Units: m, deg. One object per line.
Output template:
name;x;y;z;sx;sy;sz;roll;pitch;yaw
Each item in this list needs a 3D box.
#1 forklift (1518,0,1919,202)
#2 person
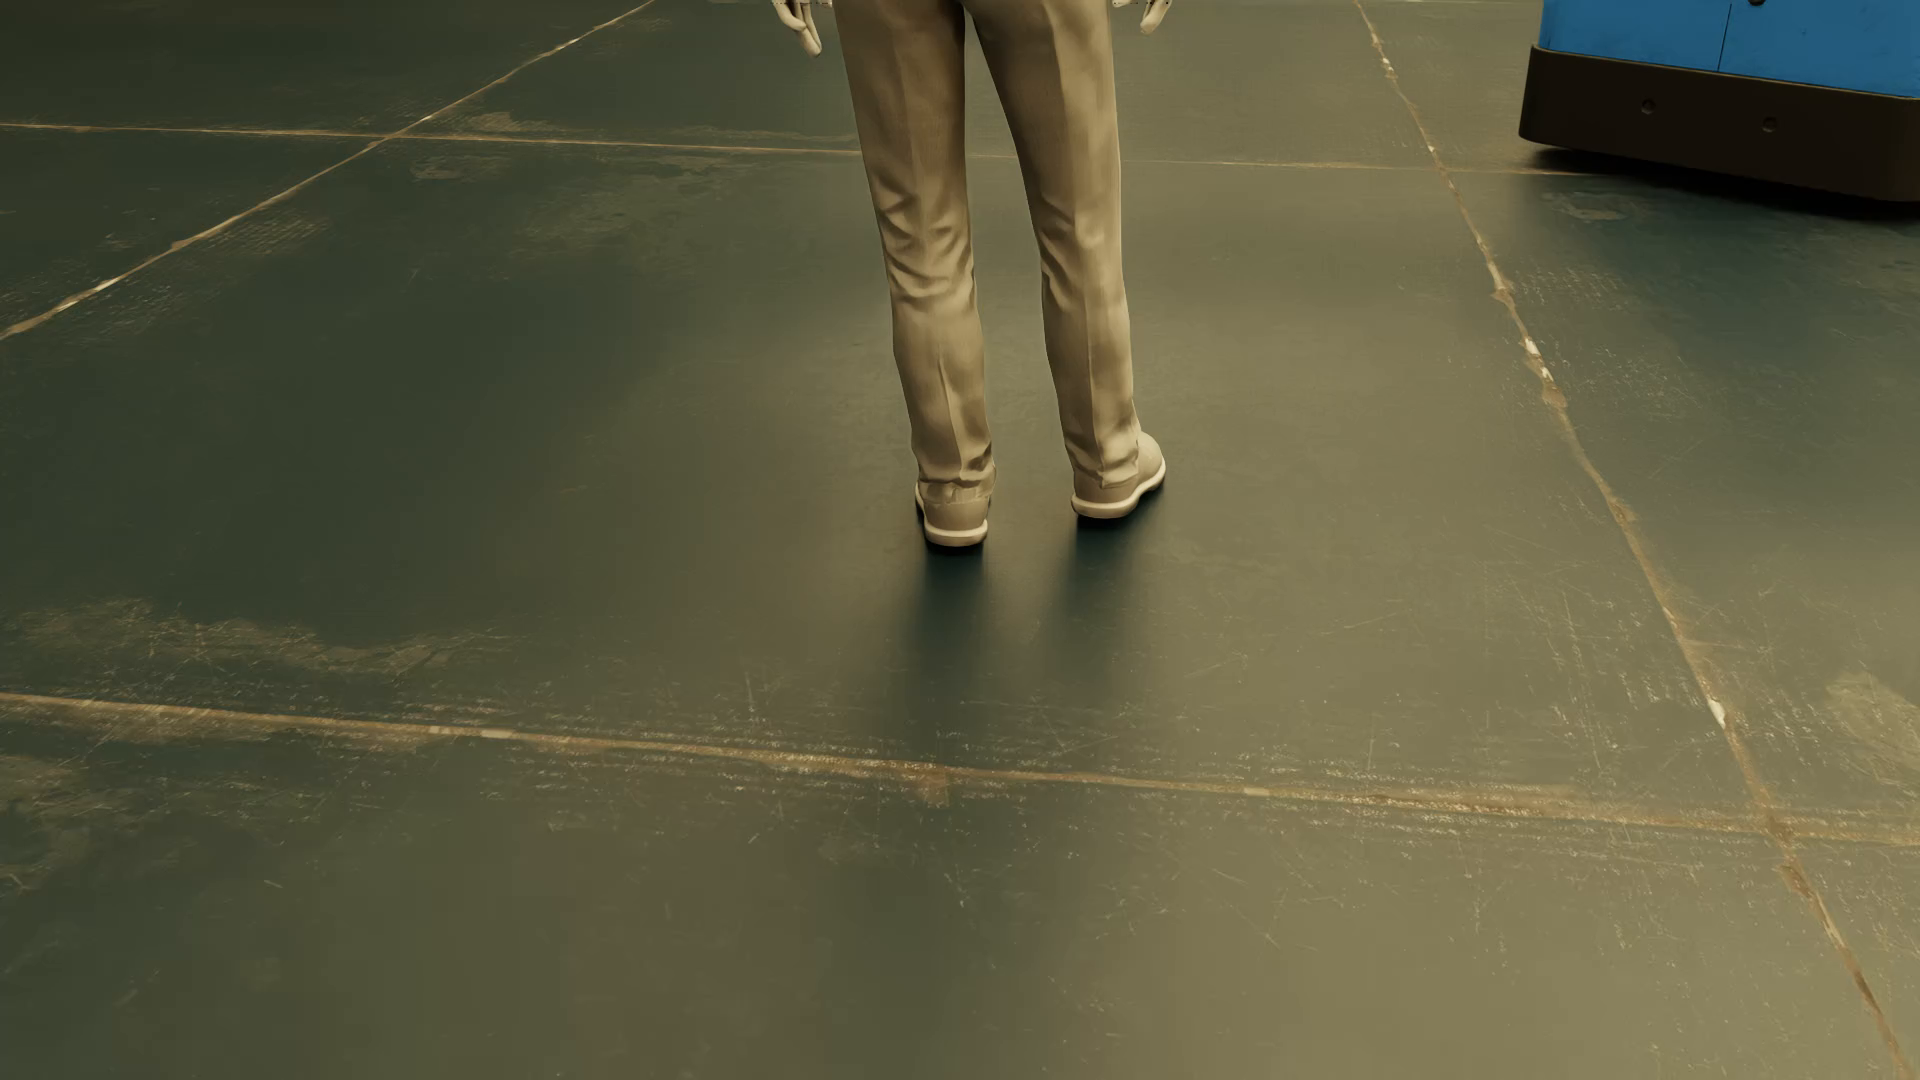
forklift;2.903;-2.683;4.595;1.130;2.935;3.031;23;34;38
person;0.023;-0.793;2.176;0.572;1.696;0.533;3;27;7
